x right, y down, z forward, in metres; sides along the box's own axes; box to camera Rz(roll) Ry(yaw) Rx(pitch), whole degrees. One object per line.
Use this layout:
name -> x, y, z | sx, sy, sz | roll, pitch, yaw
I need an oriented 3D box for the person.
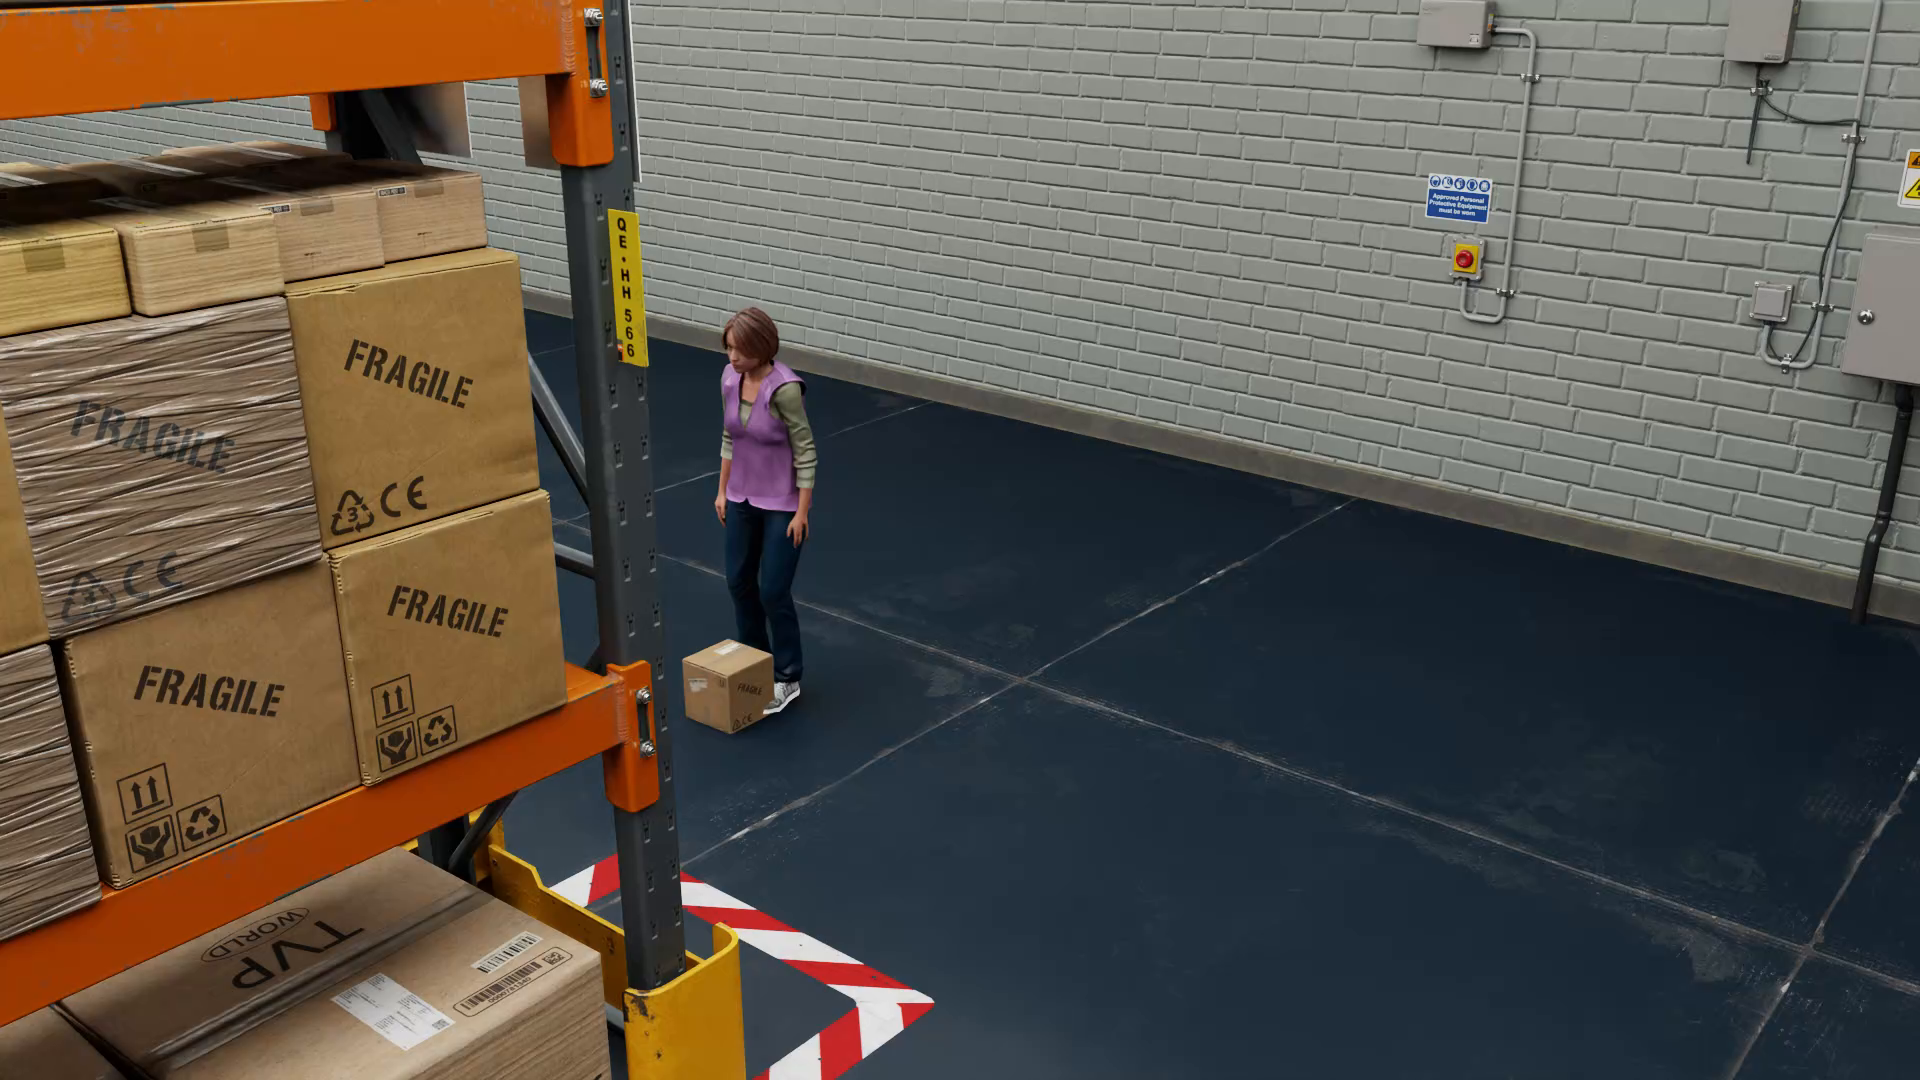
person -> -0.763, -0.120, 6.414 | 0.484, 1.593, 0.375 | 14, 25, 33
